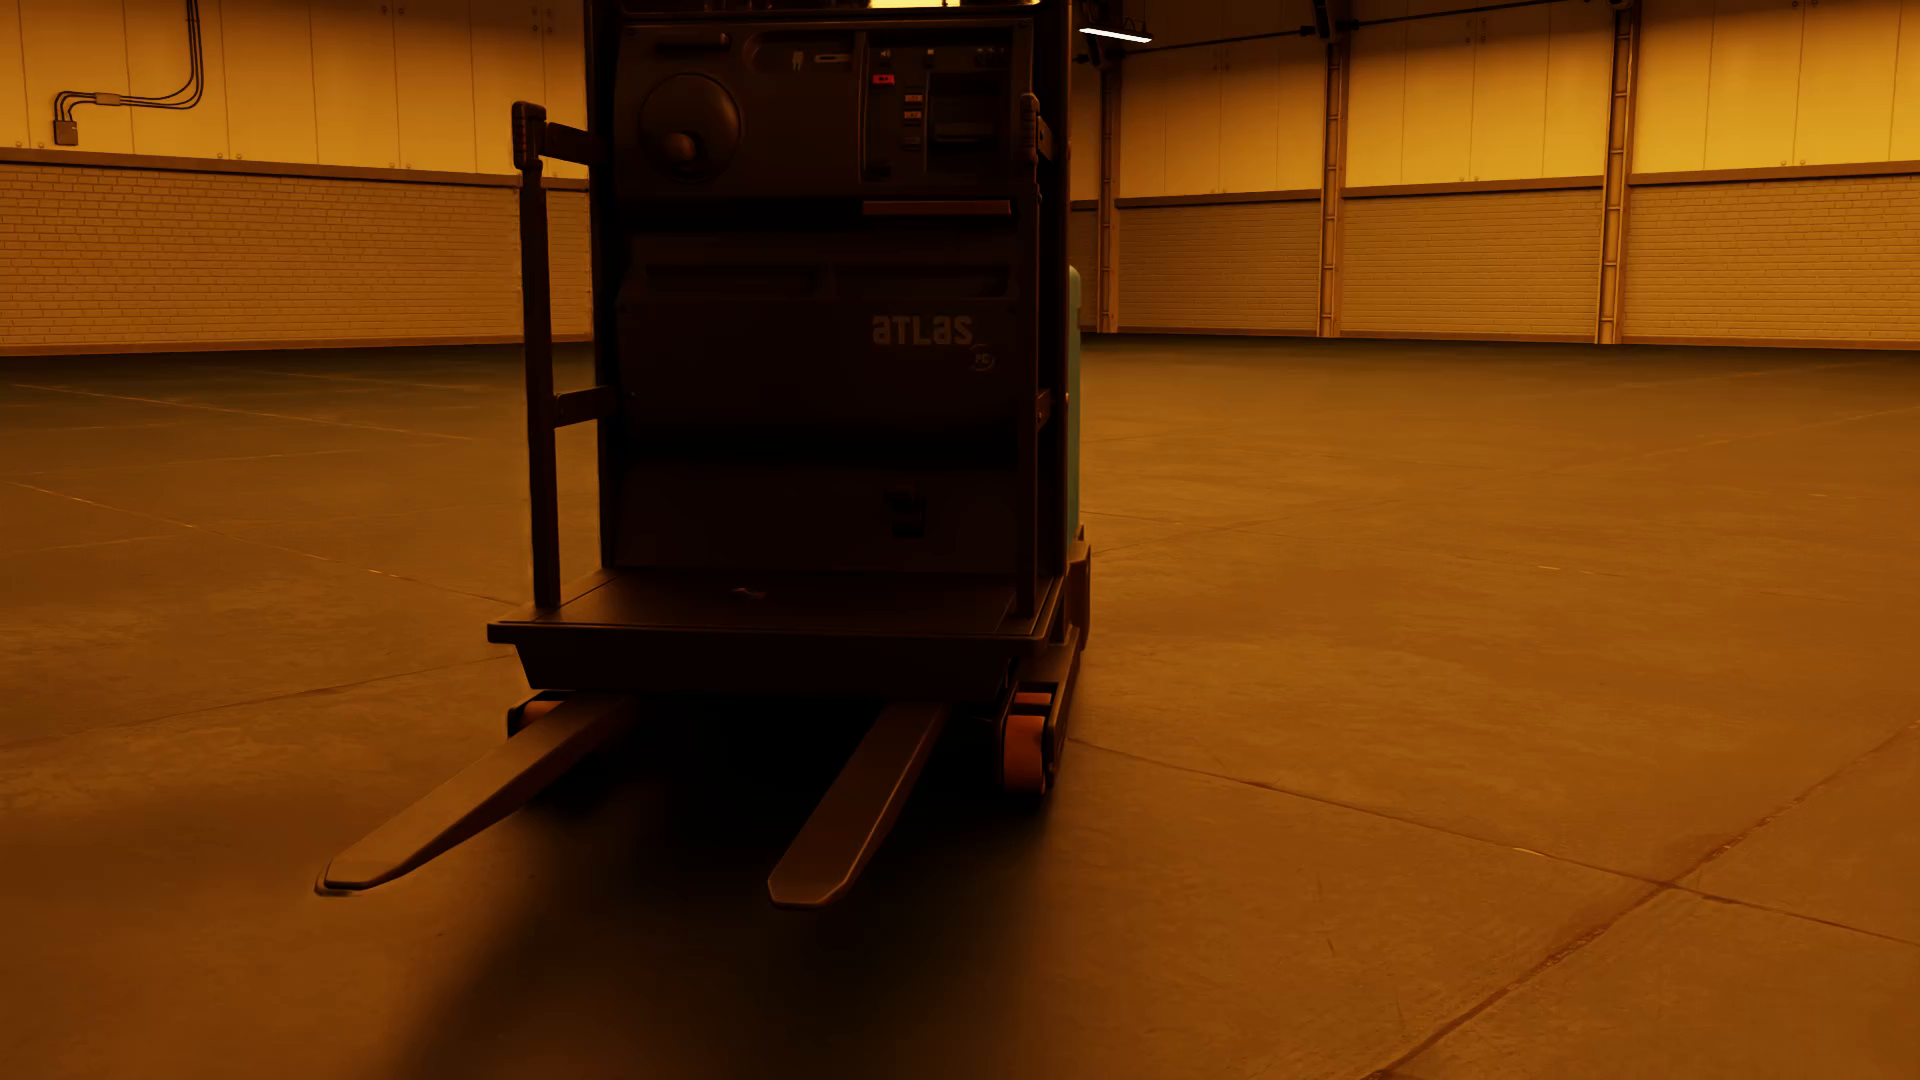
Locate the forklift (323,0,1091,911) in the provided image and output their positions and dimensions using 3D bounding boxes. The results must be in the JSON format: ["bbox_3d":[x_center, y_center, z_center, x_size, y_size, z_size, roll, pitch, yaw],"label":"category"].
[{"bbox_3d":[-0.327,-0.992,3.459,1.130,2.935,3.031,1,9,7],"label":"forklift"}]
